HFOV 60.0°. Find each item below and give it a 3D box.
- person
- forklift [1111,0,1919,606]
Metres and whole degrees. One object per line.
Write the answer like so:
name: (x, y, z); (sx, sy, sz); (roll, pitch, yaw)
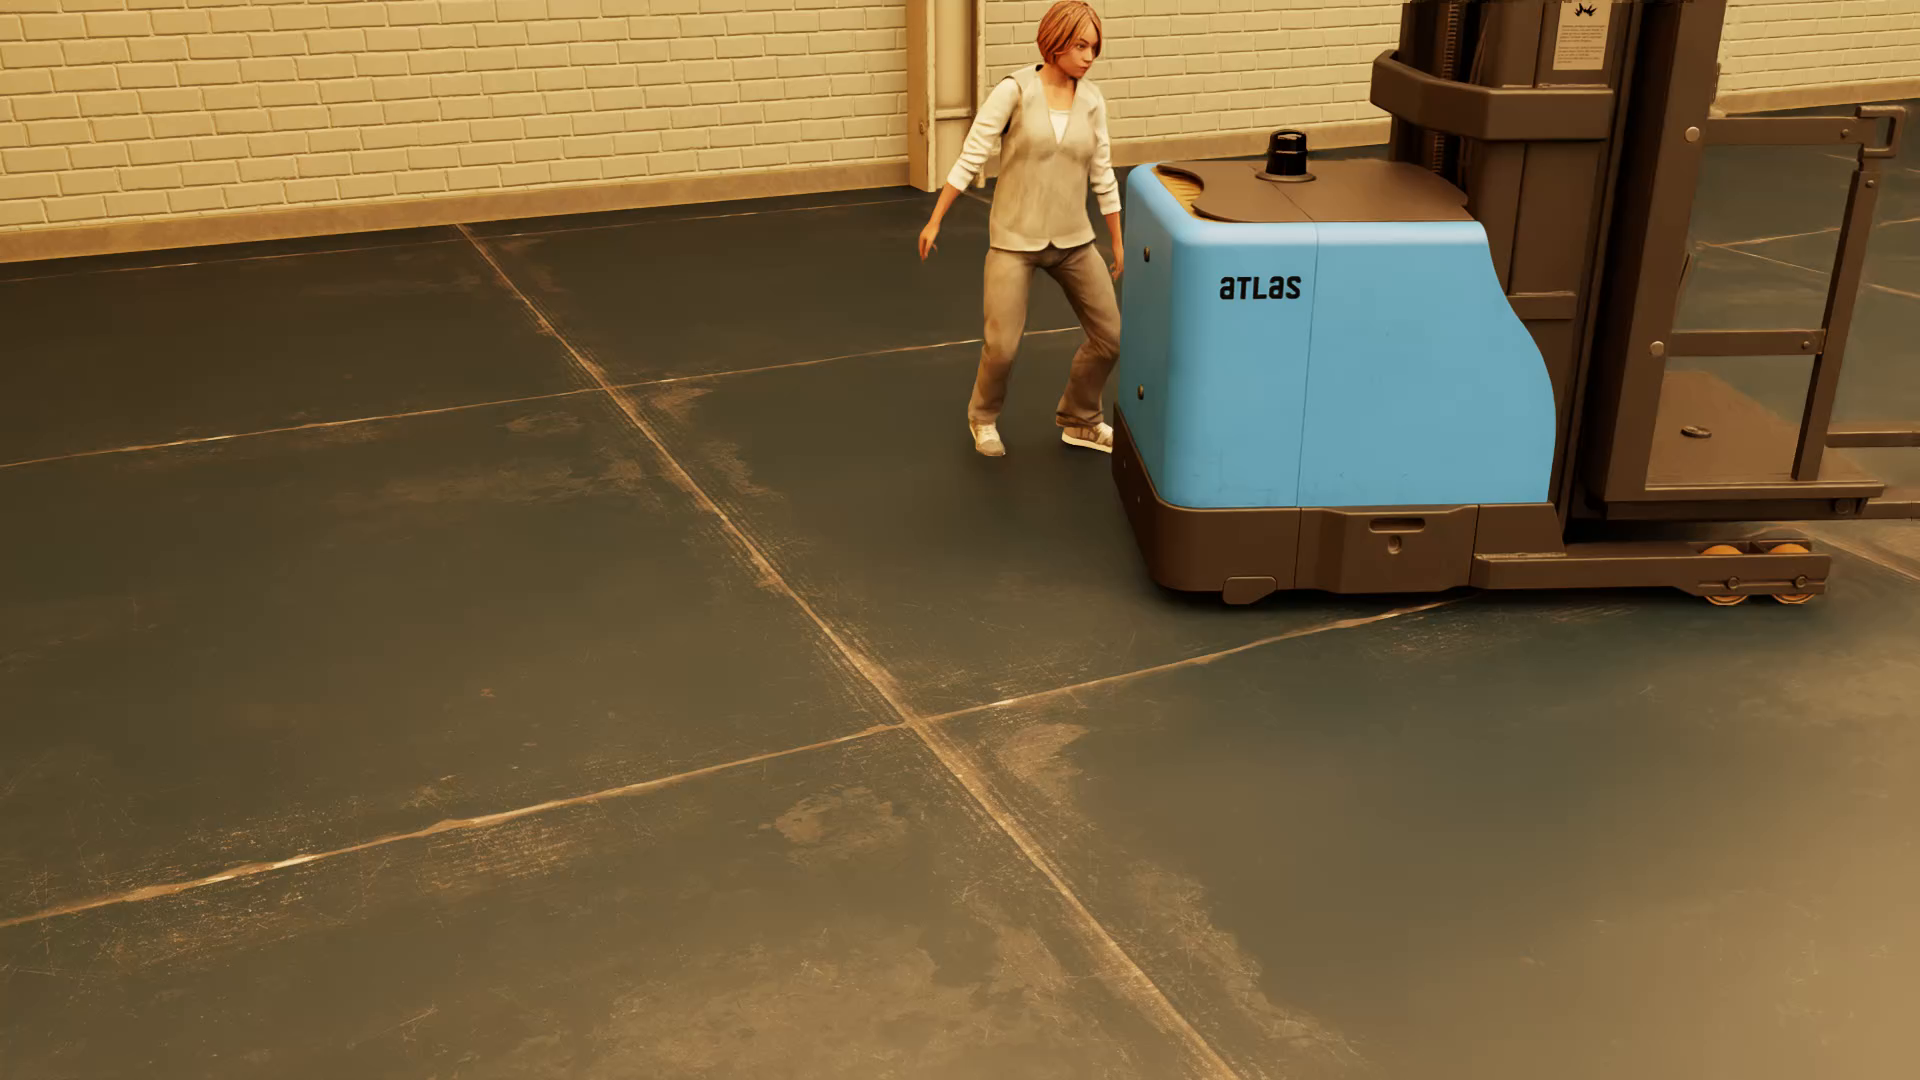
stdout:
person: (0.233, -1.003, 5.575); (0.747, 1.548, 0.440); (-5, 23, -11)
forklift: (2.030, -1.372, 4.588); (3.031, 2.935, 1.130); (-1, 23, -3)
